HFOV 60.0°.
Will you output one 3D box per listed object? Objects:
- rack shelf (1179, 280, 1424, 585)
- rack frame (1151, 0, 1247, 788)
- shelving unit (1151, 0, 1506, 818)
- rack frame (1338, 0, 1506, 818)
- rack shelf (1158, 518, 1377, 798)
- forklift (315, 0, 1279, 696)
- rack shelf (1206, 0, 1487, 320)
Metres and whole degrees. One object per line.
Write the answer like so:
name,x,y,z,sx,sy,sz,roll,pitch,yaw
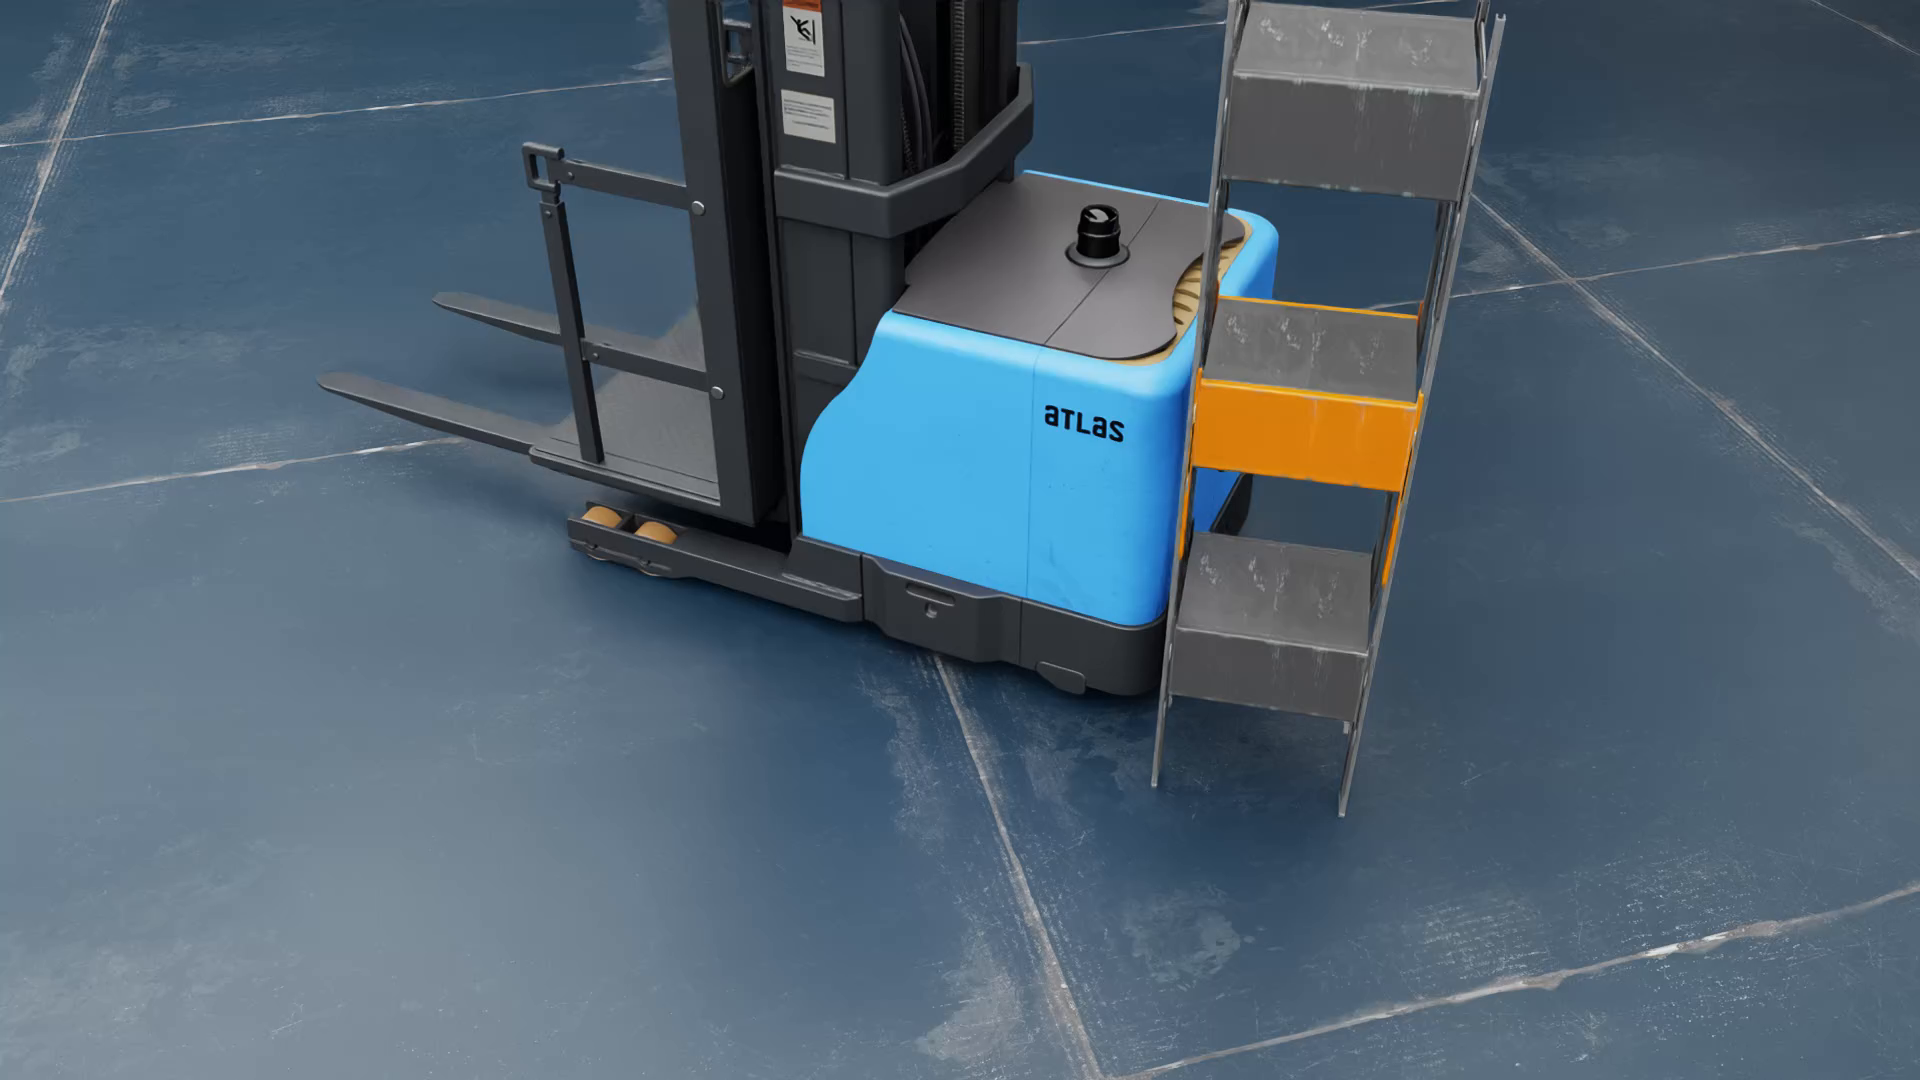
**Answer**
rack shelf,0.794,-0.254,3.877,0.480,0.518,0.431,8,38,10
rack frame,0.555,-0.298,3.911,0.015,2.100,0.400,8,38,10
shelving unit,0.794,-0.265,3.868,0.503,2.100,0.431,8,38,10
rack frame,1.032,-0.233,3.826,0.015,2.100,0.400,8,38,10
rack shelf,0.794,0.302,4.302,0.480,0.518,0.431,8,38,10
forklift,-0.651,-1.327,4.572,3.031,2.935,1.130,15,40,19
rack shelf,0.794,-0.810,3.451,0.480,0.518,0.431,8,38,10
